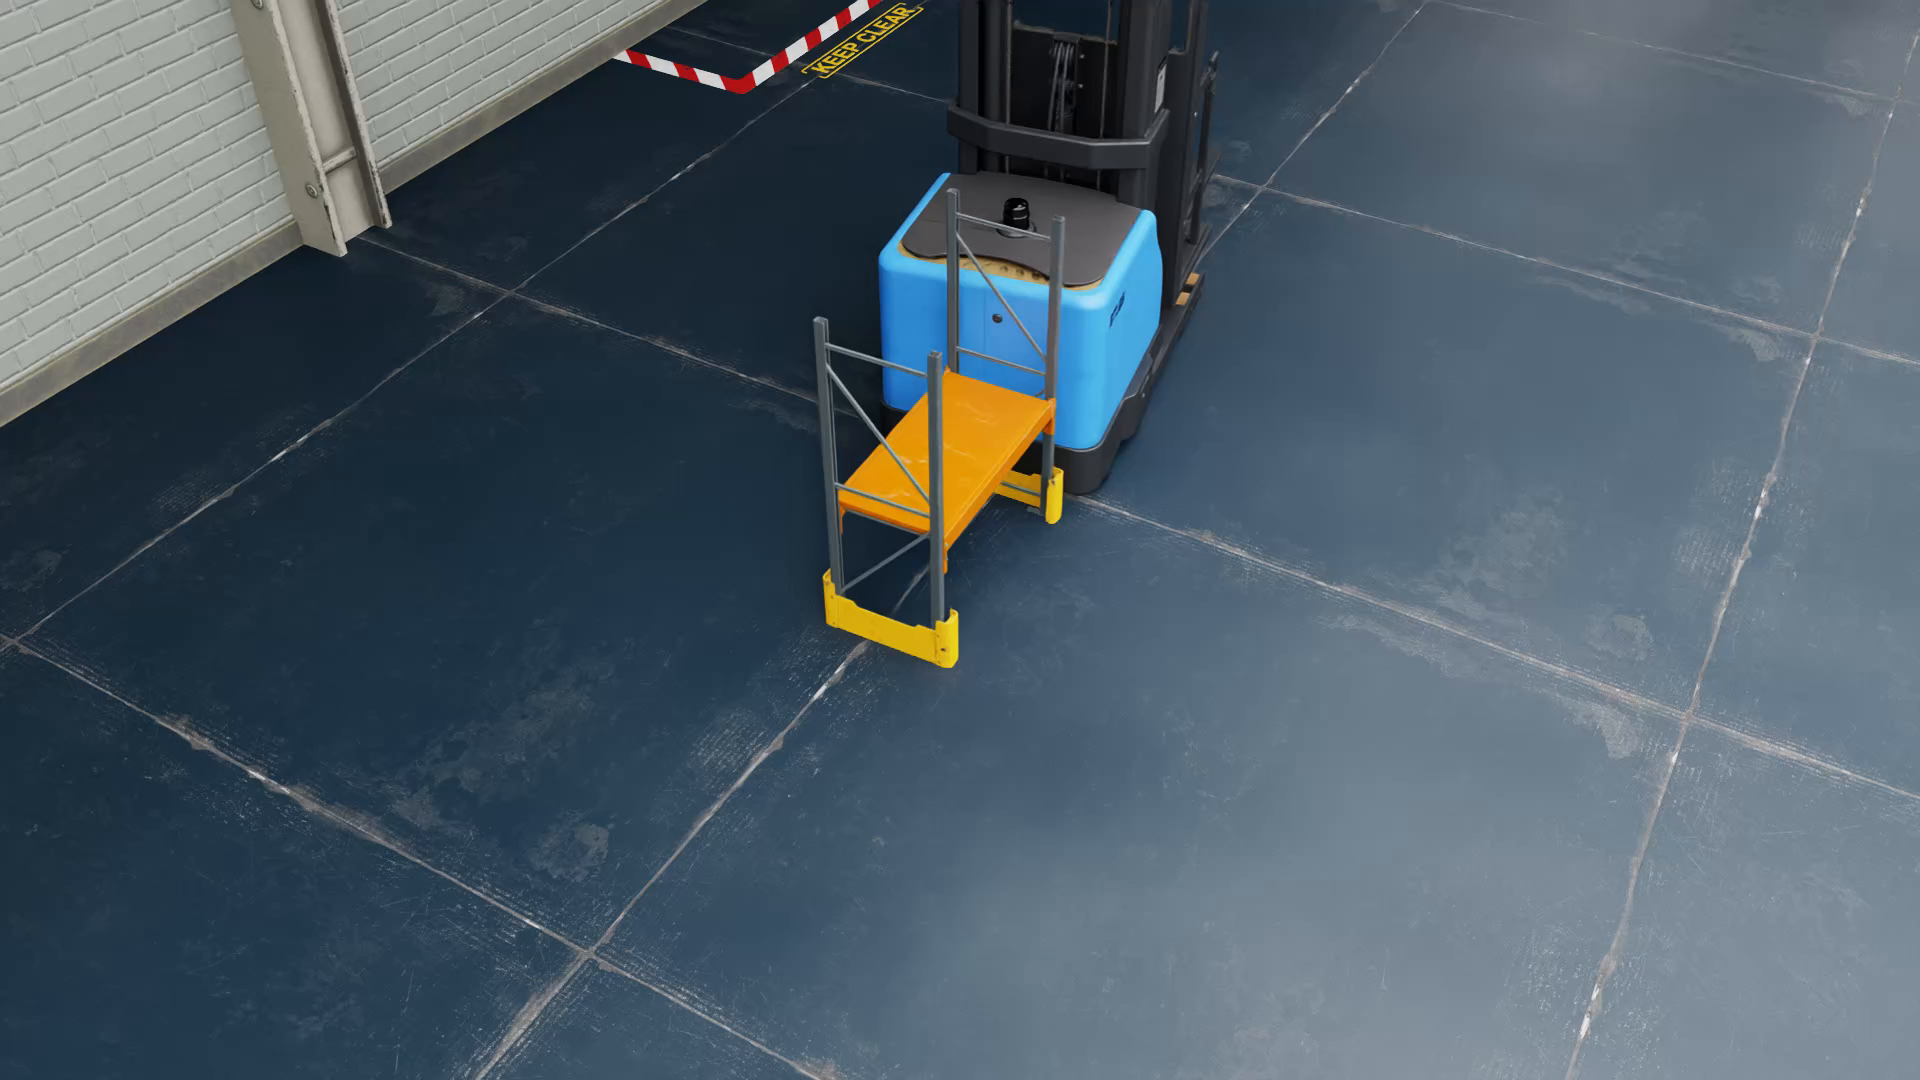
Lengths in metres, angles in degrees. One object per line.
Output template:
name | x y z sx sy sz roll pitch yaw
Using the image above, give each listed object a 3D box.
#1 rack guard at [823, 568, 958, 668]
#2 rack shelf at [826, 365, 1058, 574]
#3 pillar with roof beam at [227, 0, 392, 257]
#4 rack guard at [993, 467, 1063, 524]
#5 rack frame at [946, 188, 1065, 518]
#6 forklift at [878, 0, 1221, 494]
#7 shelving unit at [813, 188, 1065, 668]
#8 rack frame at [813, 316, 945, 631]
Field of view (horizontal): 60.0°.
rack guard | -0.281 0.313 6.705 0.587 0.250 0.087 19 45 20
rack shelf | -0.057 -0.308 6.737 0.538 0.185 1.000 19 45 20
pillar with roof beam | 0.345 -3.646 4.582 9.100 9.000 0.400 21 45 22
rack guard | 0.175 -0.272 7.370 0.587 0.250 0.087 19 45 20
rack frame | 0.176 -0.742 6.957 0.500 1.500 0.032 19 45 20
forklift | 0.629 -2.289 7.631 1.130 2.935 3.031 14 43 15
shelving unit | -0.053 -0.448 6.624 0.587 1.500 1.083 19 45 20
rack frame | -0.290 -0.144 6.279 0.500 1.500 0.032 19 45 20
